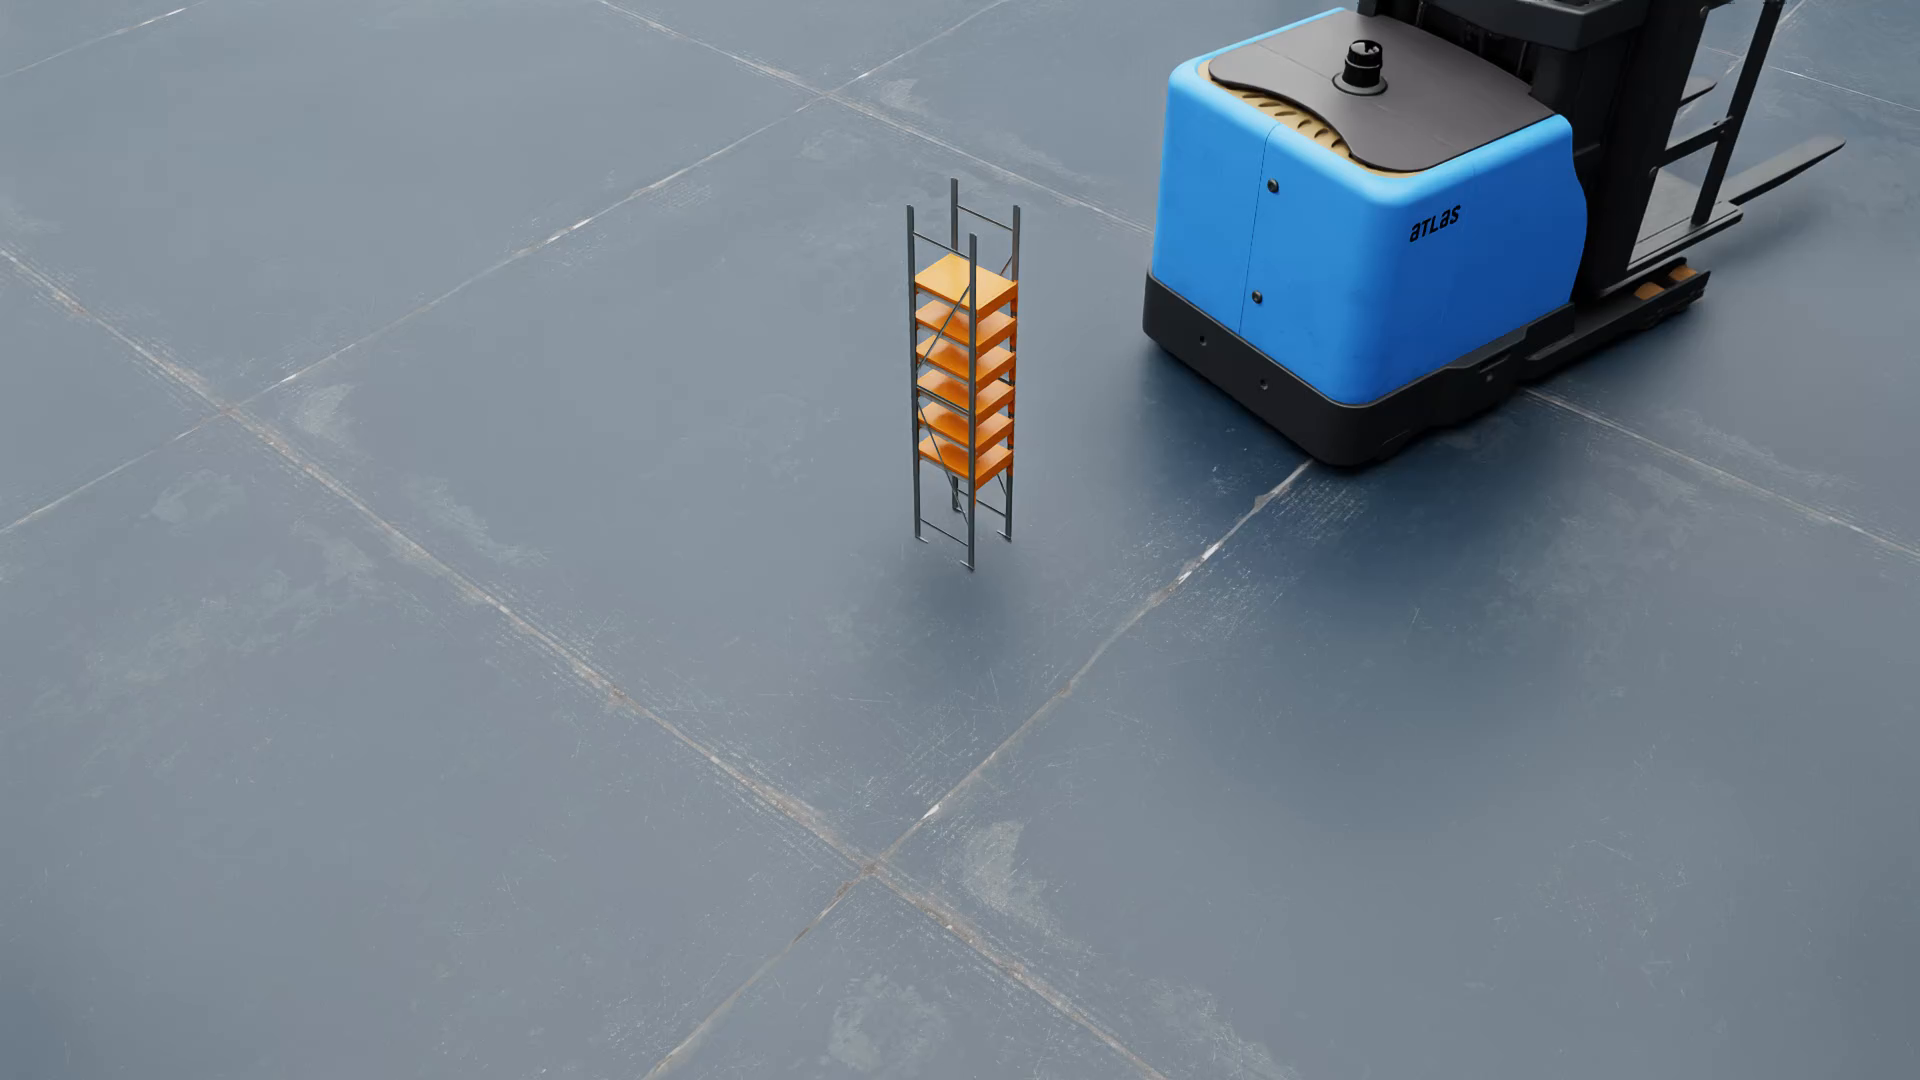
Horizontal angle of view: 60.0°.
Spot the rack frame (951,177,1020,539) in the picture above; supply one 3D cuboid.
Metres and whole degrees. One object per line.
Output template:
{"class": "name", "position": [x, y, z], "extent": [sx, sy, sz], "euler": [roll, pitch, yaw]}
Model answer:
{"class": "rack frame", "position": [0.068, -0.498, 4.906], "extent": [0.240, 1.200, 0.006], "euler": [29, 50, 28]}

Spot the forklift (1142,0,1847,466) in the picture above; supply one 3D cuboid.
{"class": "forklift", "position": [2.150, -2.123, 5.407], "extent": [3.031, 2.935, 1.130], "euler": [-26, 48, -26]}

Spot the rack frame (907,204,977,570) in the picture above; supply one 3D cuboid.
{"class": "rack frame", "position": [-0.050, -0.404, 4.803], "extent": [0.240, 1.200, 0.006], "euler": [29, 50, 28]}

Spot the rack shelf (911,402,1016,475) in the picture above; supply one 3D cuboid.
{"class": "rack shelf", "position": [0.009, -0.330, 4.965], "extent": [0.258, 0.103, 0.180], "euler": [29, 50, 28]}

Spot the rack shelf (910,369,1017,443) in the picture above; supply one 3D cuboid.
{"class": "rack shelf", "position": [0.009, -0.419, 4.884], "extent": [0.258, 0.103, 0.180], "euler": [29, 50, 28]}

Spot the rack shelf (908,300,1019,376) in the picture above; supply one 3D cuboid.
{"class": "rack shelf", "position": [0.009, -0.596, 4.723], "extent": [0.258, 0.103, 0.180], "euler": [29, 50, 28]}

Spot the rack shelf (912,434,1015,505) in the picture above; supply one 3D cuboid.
{"class": "rack shelf", "position": [0.009, -0.241, 5.046], "extent": [0.258, 0.103, 0.180], "euler": [29, 50, 28]}

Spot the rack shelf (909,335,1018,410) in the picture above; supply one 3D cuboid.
{"class": "rack shelf", "position": [0.009, -0.507, 4.804], "extent": [0.258, 0.103, 0.180], "euler": [29, 50, 28]}

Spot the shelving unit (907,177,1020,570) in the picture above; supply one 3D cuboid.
{"class": "shelving unit", "position": [0.009, -0.451, 4.855], "extent": [0.258, 1.200, 0.189], "euler": [29, 50, 28]}

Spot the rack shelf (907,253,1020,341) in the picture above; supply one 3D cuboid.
{"class": "rack shelf", "position": [0.009, -0.685, 4.642], "extent": [0.258, 0.103, 0.180], "euler": [29, 50, 28]}
